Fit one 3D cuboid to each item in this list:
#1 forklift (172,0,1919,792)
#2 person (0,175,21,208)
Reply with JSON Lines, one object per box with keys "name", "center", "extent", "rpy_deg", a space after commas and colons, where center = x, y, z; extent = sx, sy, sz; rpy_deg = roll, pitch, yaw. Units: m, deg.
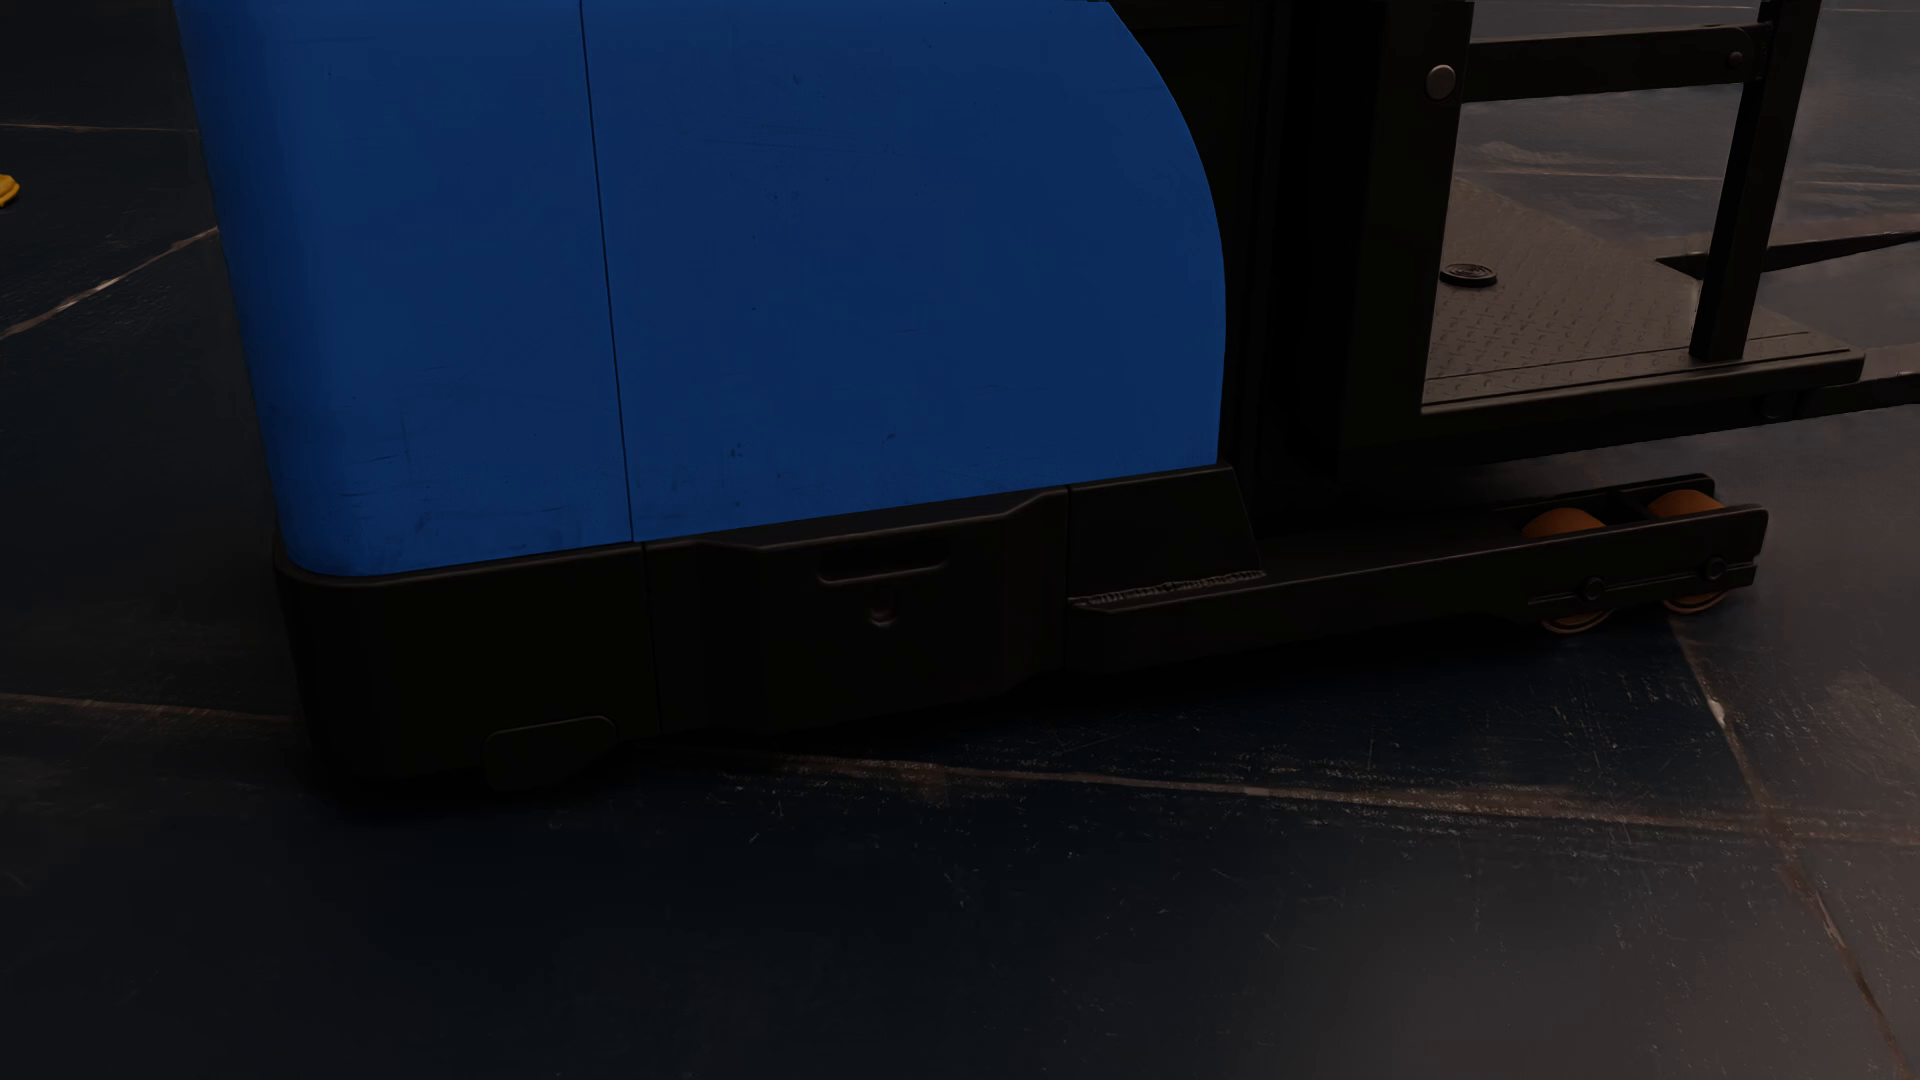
{"name": "forklift", "center": [0.583, -1.401, 2.026], "extent": [3.031, 2.935, 1.130], "rpy_deg": [-8, 28, -16]}
{"name": "person", "center": [-2.649, -1.623, 3.777], "extent": [0.614, 1.771, 0.386], "rpy_deg": [12, 29, 22]}
